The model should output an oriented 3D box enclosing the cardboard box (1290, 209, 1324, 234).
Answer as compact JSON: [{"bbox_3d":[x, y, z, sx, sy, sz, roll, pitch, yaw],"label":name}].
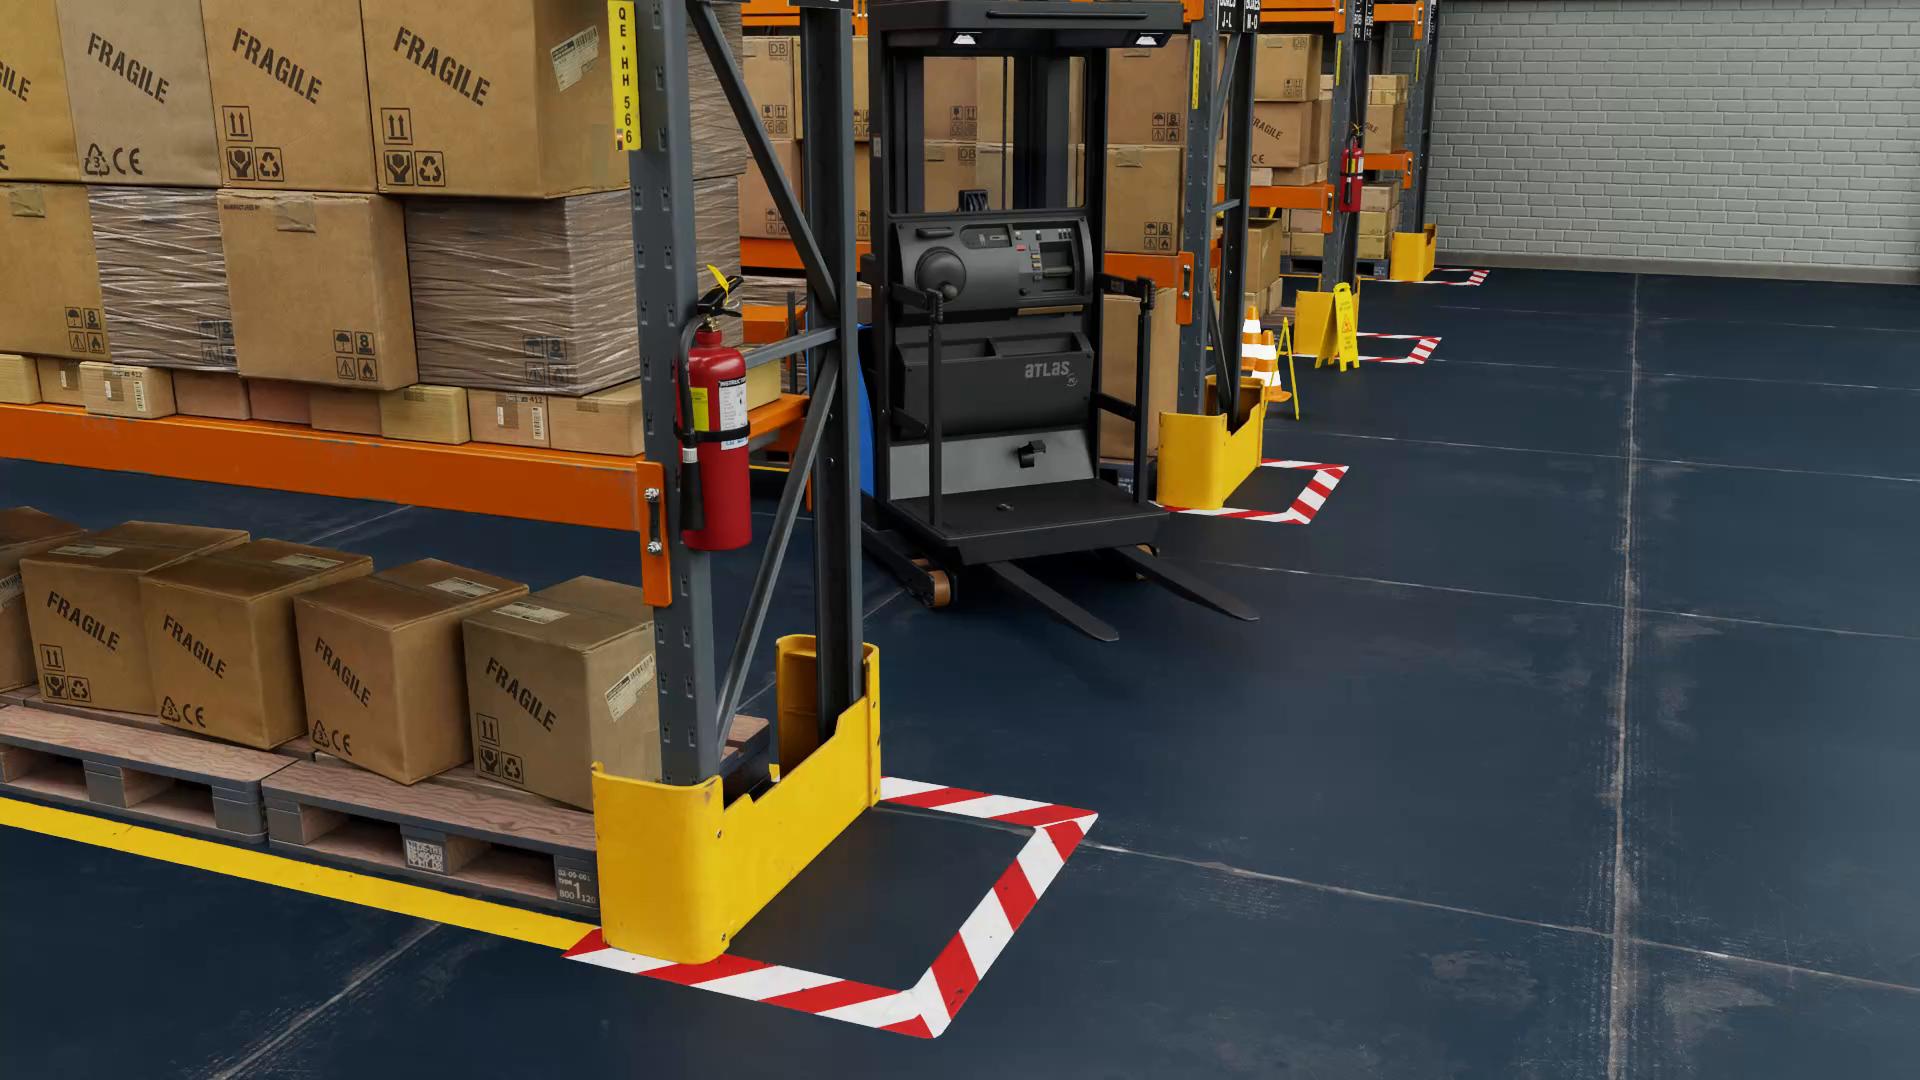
[{"bbox_3d":[3.886,-3.488,18.089,0.500,0.250,0.500,6,17,20],"label":"cardboard box"}]

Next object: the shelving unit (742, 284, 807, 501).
[{"bbox_3d":[-1.343,-0.819,8.977,1.048,1.125,0.538,2,16,7],"label":"shelving unit"}]

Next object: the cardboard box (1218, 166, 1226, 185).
[{"bbox_3d":[2.165,-2.947,13.395,0.250,0.149,0.380,6,17,20],"label":"cardboard box"}]

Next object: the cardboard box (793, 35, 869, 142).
[{"bbox_3d":[-0.513,-2.546,9.357,0.500,0.550,0.875,6,17,21],"label":"cardboard box"}]

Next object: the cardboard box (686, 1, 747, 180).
[{"bbox_3d":[-0.950,-1.284,4.709,0.500,0.500,0.500,6,17,21],"label":"cardboard box"}]

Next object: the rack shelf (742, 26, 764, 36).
[{"bbox_3d":[-4.387,-6.462,20.961,4.000,0.370,1.077,6,17,21],"label":"rack shelf"}]

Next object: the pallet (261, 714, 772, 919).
[{"bbox_3d":[-1.352,0.753,5.200,1.213,0.211,1.003,6,17,21],"label":"pallet"}]

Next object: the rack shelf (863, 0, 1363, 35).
[{"bbox_3d":[1.238,-4.356,13.707,4.000,0.370,1.077,6,17,21],"label":"rack shelf"}]

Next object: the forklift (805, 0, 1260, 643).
[{"bbox_3d":[0.245,-1.247,7.213,1.130,2.935,3.031,-7,18,-22],"label":"forklift"}]

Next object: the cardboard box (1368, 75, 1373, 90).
[{"bbox_3d":[4.264,-4.845,17.607,0.250,0.149,0.380,6,17,21],"label":"cardboard box"}]

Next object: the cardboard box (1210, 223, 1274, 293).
[{"bbox_3d":[2.257,-2.312,13.590,0.500,0.500,0.500,6,17,21],"label":"cardboard box"}]

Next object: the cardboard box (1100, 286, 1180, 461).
[{"bbox_3d":[0.721,-0.995,9.280,0.875,0.875,0.875,6,17,21],"label":"cardboard box"}]

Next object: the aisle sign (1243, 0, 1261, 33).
[{"bbox_3d":[1.552,-3.081,8.743,0.004,0.787,0.394,6,17,21],"label":"aisle sign"}]

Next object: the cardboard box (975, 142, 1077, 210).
[{"bbox_3d":[0.494,-1.911,9.106,0.550,0.550,0.875,6,17,21],"label":"cardboard box"}]

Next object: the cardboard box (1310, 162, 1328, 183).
[{"bbox_3d":[2.858,-3.024,13.660,0.250,0.149,0.380,6,17,21],"label":"cardboard box"}]

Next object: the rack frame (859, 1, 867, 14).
[{"bbox_3d":[-0.623,-3.465,14.729,0.127,3.000,1.000,6,17,21],"label":"rack frame"}]

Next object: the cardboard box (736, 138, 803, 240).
[{"bbox_3d":[-1.019,-2.072,9.662,0.550,0.550,0.875,6,17,21],"label":"cardboard box"}]

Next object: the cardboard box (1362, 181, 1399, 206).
[{"bbox_3d":[4.538,-3.803,18.279,0.500,0.250,0.500,6,17,20],"label":"cardboard box"}]

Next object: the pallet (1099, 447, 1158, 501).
[{"bbox_3d":[0.603,-0.484,9.463,1.213,0.211,1.003,6,17,21],"label":"pallet"}]

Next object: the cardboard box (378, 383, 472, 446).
[{"bbox_3d":[-1.363,-0.379,4.548,0.250,0.149,0.380,6,17,21],"label":"cardboard box"}]

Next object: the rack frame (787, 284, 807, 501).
[{"bbox_3d":[-0.839,-0.801,8.914,0.032,1.125,0.500,2,16,7],"label":"rack frame"}]

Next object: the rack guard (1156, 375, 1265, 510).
[{"bbox_3d":[1.398,-0.559,9.202,0.348,0.500,1.175,6,17,21],"label":"rack guard"}]

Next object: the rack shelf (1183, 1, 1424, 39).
[{"bbox_3d":[3.055,-5.643,18.142,4.000,0.370,1.077,6,17,21],"label":"rack shelf"}]

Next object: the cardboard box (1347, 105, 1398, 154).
[{"bbox_3d":[4.362,-4.374,17.680,0.500,0.500,0.500,6,17,19],"label":"cardboard box"}]

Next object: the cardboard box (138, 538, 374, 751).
[{"bbox_3d":[-2.257,0.324,5.409,0.500,0.500,0.500,8,18,26],"label":"cardboard box"}]

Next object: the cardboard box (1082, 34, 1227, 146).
[{"bbox_3d":[1.045,-2.400,8.856,0.550,0.550,0.875,6,17,21],"label":"cardboard box"}]

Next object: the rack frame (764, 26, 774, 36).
[{"bbox_3d":[-2.526,-5.162,20.575,0.127,3.000,1.000,6,17,21],"label":"rack frame"}]

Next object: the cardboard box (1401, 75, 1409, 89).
[{"bbox_3d":[4.682,-4.936,17.919,0.250,0.149,0.380,6,17,20],"label":"cardboard box"}]

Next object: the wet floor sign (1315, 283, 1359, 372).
[{"bbox_3d":[2.882,-1.628,12.625,0.232,0.644,0.267,14,21,40],"label":"wet floor sign"}]

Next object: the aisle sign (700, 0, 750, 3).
[{"bbox_3d":[-0.591,-1.650,3.814,0.004,0.787,0.394,6,17,21],"label":"aisle sign"}]

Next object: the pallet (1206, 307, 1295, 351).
[{"bbox_3d":[2.285,-1.817,14.053,1.213,0.211,1.003,6,17,21],"label":"pallet"}]

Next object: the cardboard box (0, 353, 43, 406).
[{"bbox_3d":[-2.769,-0.524,5.050,0.250,0.149,0.380,6,17,21],"label":"cardboard box"}]

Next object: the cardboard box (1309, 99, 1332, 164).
[{"bbox_3d":[2.759,-3.367,13.679,0.500,0.500,0.500,6,17,20],"label":"cardboard box"}]

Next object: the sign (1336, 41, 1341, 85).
[{"bbox_3d":[2.876,-3.622,12.626,0.005,0.325,0.100,6,17,21],"label":"sign"}]

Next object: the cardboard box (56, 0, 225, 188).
[{"bbox_3d":[-2.072,-1.250,4.594,0.500,0.500,0.500,6,17,21],"label":"cardboard box"}]

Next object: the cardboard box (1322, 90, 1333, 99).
[{"bbox_3d":[4.023,-4.727,17.733,0.250,0.149,0.380,7,17,22],"label":"cardboard box"}]

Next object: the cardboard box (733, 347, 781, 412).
[{"bbox_3d":[-0.716,-0.456,4.815,0.250,0.149,0.380,6,17,21],"label":"cardboard box"}]

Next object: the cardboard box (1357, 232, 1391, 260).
[{"bbox_3d":[4.363,-3.191,17.964,0.500,0.250,0.500,6,17,21],"label":"cardboard box"}]

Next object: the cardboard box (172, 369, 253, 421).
[{"bbox_3d":[-2.048,-0.464,4.843,0.250,0.149,0.380,6,17,21],"label":"cardboard box"}]

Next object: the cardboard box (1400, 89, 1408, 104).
[{"bbox_3d":[4.695,-4.805,18.003,0.250,0.149,0.380,6,17,19],"label":"cardboard box"}]

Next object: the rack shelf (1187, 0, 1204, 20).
[{"bbox_3d":[-0.485,-3.061,9.249,4.000,0.370,1.077,6,17,21],"label":"rack shelf"}]

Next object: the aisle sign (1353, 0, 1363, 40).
[{"bbox_3d":[3.049,-4.223,12.677,0.004,0.787,0.394,6,17,21],"label":"aisle sign"}]

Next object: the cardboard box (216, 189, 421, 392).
[{"bbox_3d":[-1.549,-0.760,4.699,0.500,0.500,0.875,6,17,21],"label":"cardboard box"}]
